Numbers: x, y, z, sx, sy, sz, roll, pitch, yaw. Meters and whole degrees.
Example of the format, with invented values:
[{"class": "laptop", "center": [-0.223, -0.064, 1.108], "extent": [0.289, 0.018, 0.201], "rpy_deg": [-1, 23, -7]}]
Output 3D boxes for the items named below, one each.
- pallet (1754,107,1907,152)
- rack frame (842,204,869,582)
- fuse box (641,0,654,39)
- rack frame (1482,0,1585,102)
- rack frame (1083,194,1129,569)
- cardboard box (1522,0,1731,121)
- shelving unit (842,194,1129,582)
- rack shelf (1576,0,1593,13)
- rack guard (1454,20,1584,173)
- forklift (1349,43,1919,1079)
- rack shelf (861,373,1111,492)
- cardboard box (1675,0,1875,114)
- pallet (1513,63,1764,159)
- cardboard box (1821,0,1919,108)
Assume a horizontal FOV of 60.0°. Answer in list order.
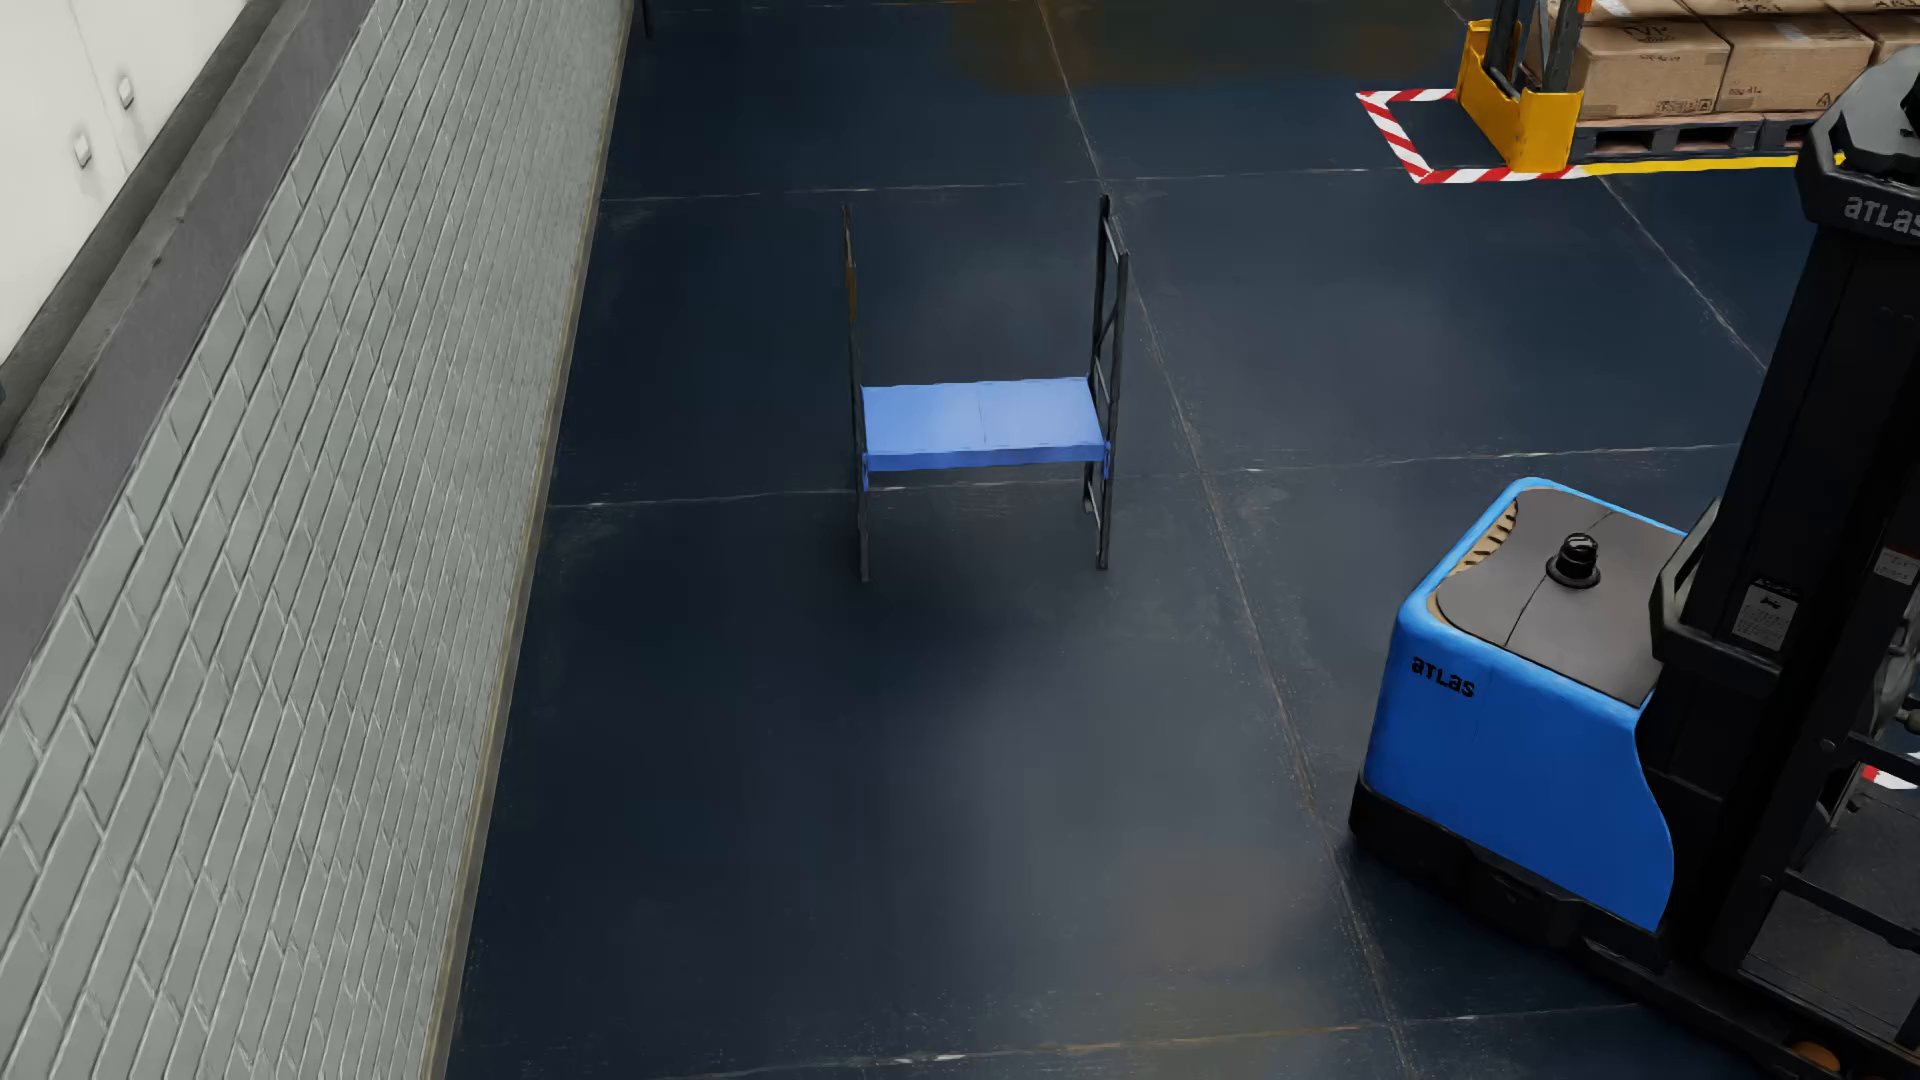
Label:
[{"class": "pallet", "center": [5.492, -2.827, 10.662], "extent": [1.213, 0.211, 1.003], "rpy_deg": [-3, 38, -4]}, {"class": "rack frame", "center": [-0.421, -0.566, 6.756], "extent": [0.032, 1.500, 0.500], "rpy_deg": [-3, 38, -4]}, {"class": "fuse box", "center": [-2.165, -4.239, 11.241], "extent": [0.414, 1.711, 0.539], "rpy_deg": [-3, 38, -4]}, {"class": "rack frame", "center": [3.490, -3.764, 9.599], "extent": [0.127, 3.000, 1.000], "rpy_deg": [-3, 38, -4]}, {"class": "rack frame", "center": [0.591, -0.621, 6.827], "extent": [0.032, 1.500, 0.500], "rpy_deg": [-3, 38, -4]}, {"class": "cardboard box", "center": [4.138, -3.021, 10.387], "extent": [0.875, 0.438, 0.875], "rpy_deg": [-4, 38, -6]}, {"class": "shelving unit", "center": [0.085, -0.593, 6.791], "extent": [1.048, 1.500, 0.538], "rpy_deg": [-3, 38, -4]}, {"class": "rack shelf", "center": [5.482, -3.592, 9.961], "extent": [4.000, 0.370, 1.077], "rpy_deg": [-3, 38, -4]}, {"class": "rack guard", "center": [3.466, -2.782, 10.372], "extent": [0.348, 0.500, 1.175], "rpy_deg": [-3, 38, -4]}, {"class": "forklift", "center": [2.840, 0.250, 4.566], "extent": [3.031, 2.935, 1.130], "rpy_deg": [26, 45, 29]}, {"class": "rack shelf", "center": [0.085, -0.452, 6.903], "extent": [1.000, 0.185, 0.538], "rpy_deg": [-3, 38, -4]}, {"class": "cardboard box", "center": [5.049, -3.077, 10.457], "extent": [0.875, 0.438, 0.875], "rpy_deg": [-2, 38, -3]}, {"class": "pallet", "center": [4.279, -2.762, 10.580], "extent": [1.213, 0.211, 1.003], "rpy_deg": [-3, 38, -4]}, {"class": "cardboard box", "center": [5.948, -3.125, 10.519], "extent": [0.875, 0.438, 0.875], "rpy_deg": [-4, 38, -5]}]
